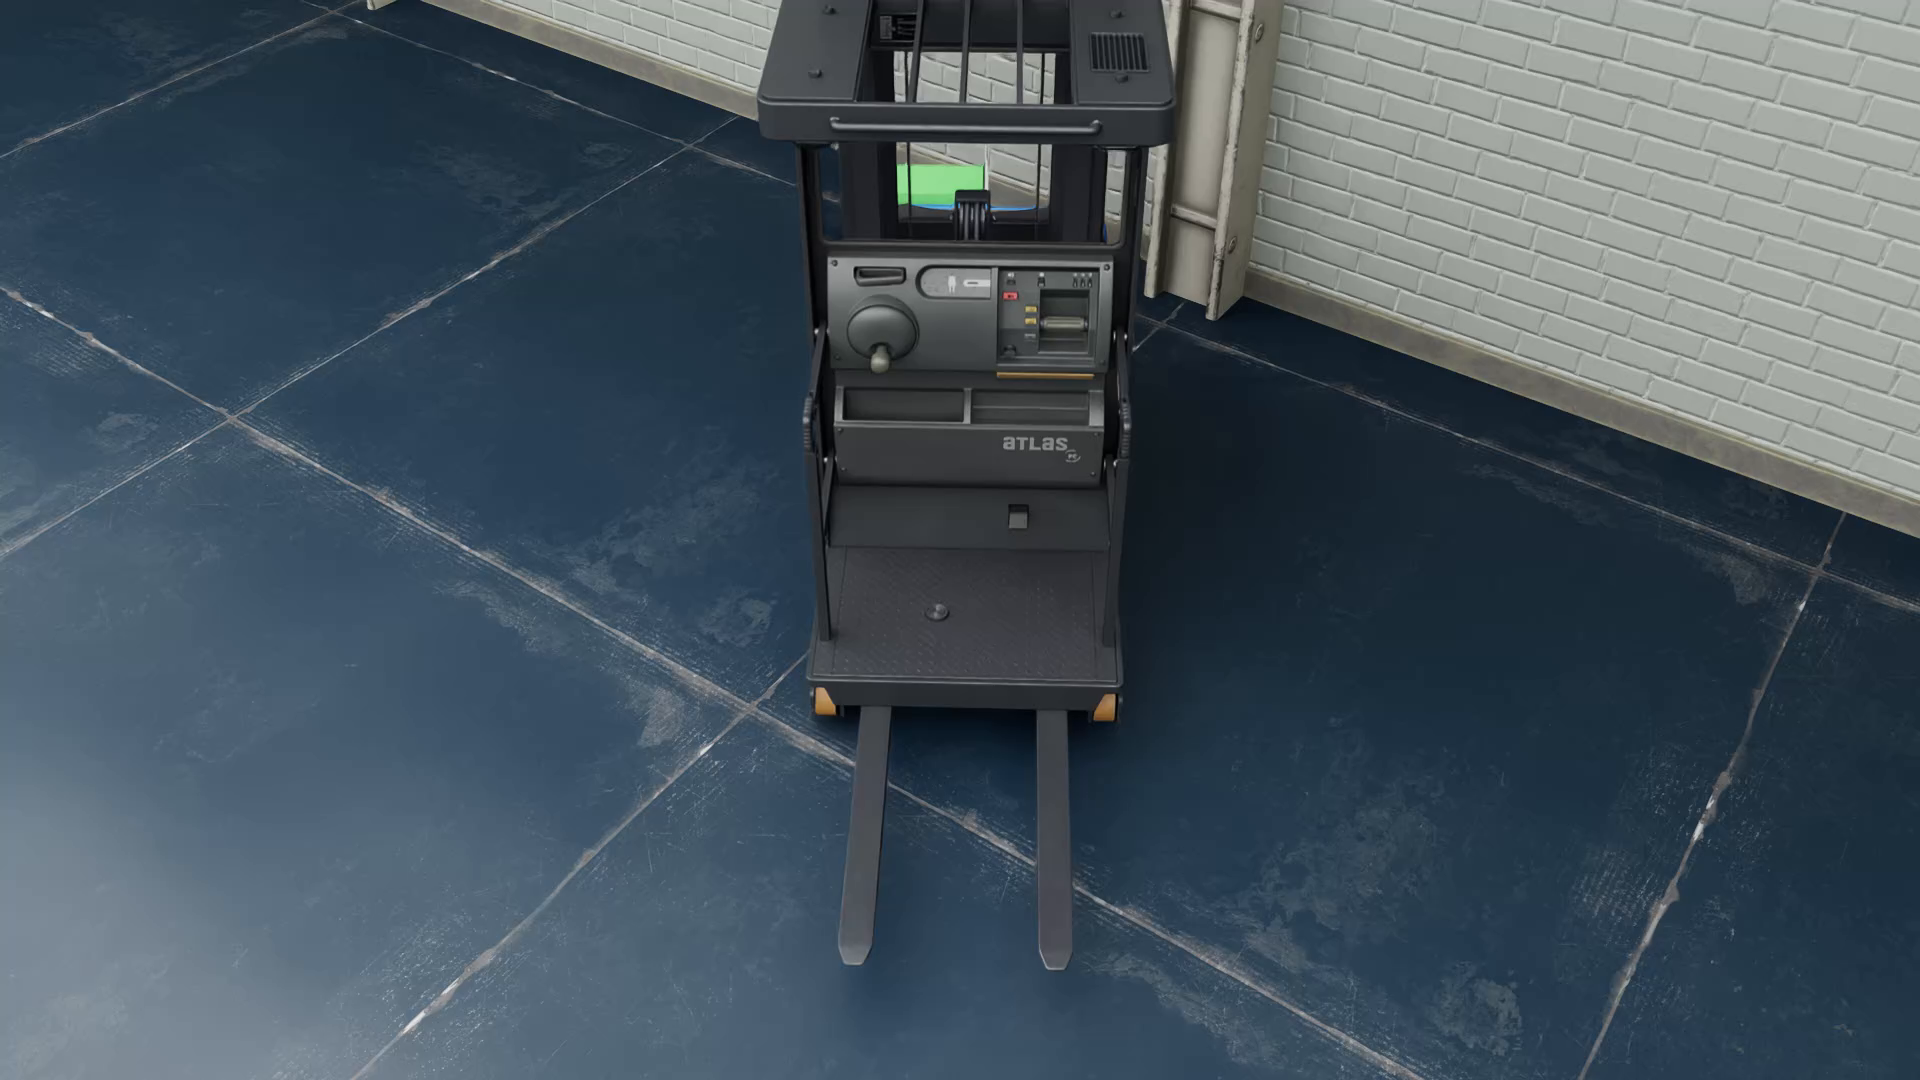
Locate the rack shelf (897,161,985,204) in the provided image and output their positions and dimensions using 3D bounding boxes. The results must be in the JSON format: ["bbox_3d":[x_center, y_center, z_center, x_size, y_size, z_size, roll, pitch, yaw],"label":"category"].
[{"bbox_3d":[-0.134,-1.429,6.824,0.480,0.148,0.258,1,42,1],"label":"rack shelf"}]

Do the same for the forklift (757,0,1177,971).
[{"bbox_3d":[0.029,-0.655,5.284,1.130,2.935,3.031,1,42,1],"label":"forklift"}]

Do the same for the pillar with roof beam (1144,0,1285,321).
[{"bbox_3d":[-1.331,-2.204,2.464,0.400,9.000,9.100,25,48,25],"label":"pillar with roof beam"}]

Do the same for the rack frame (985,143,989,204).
[{"bbox_3d":[0.110,-1.116,7.097,0.015,1.200,0.240,1,42,1],"label":"rack frame"}]

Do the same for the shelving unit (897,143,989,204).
[{"bbox_3d":[-0.134,-1.119,7.101,0.503,1.200,0.258,1,42,1],"label":"shelving unit"}]
